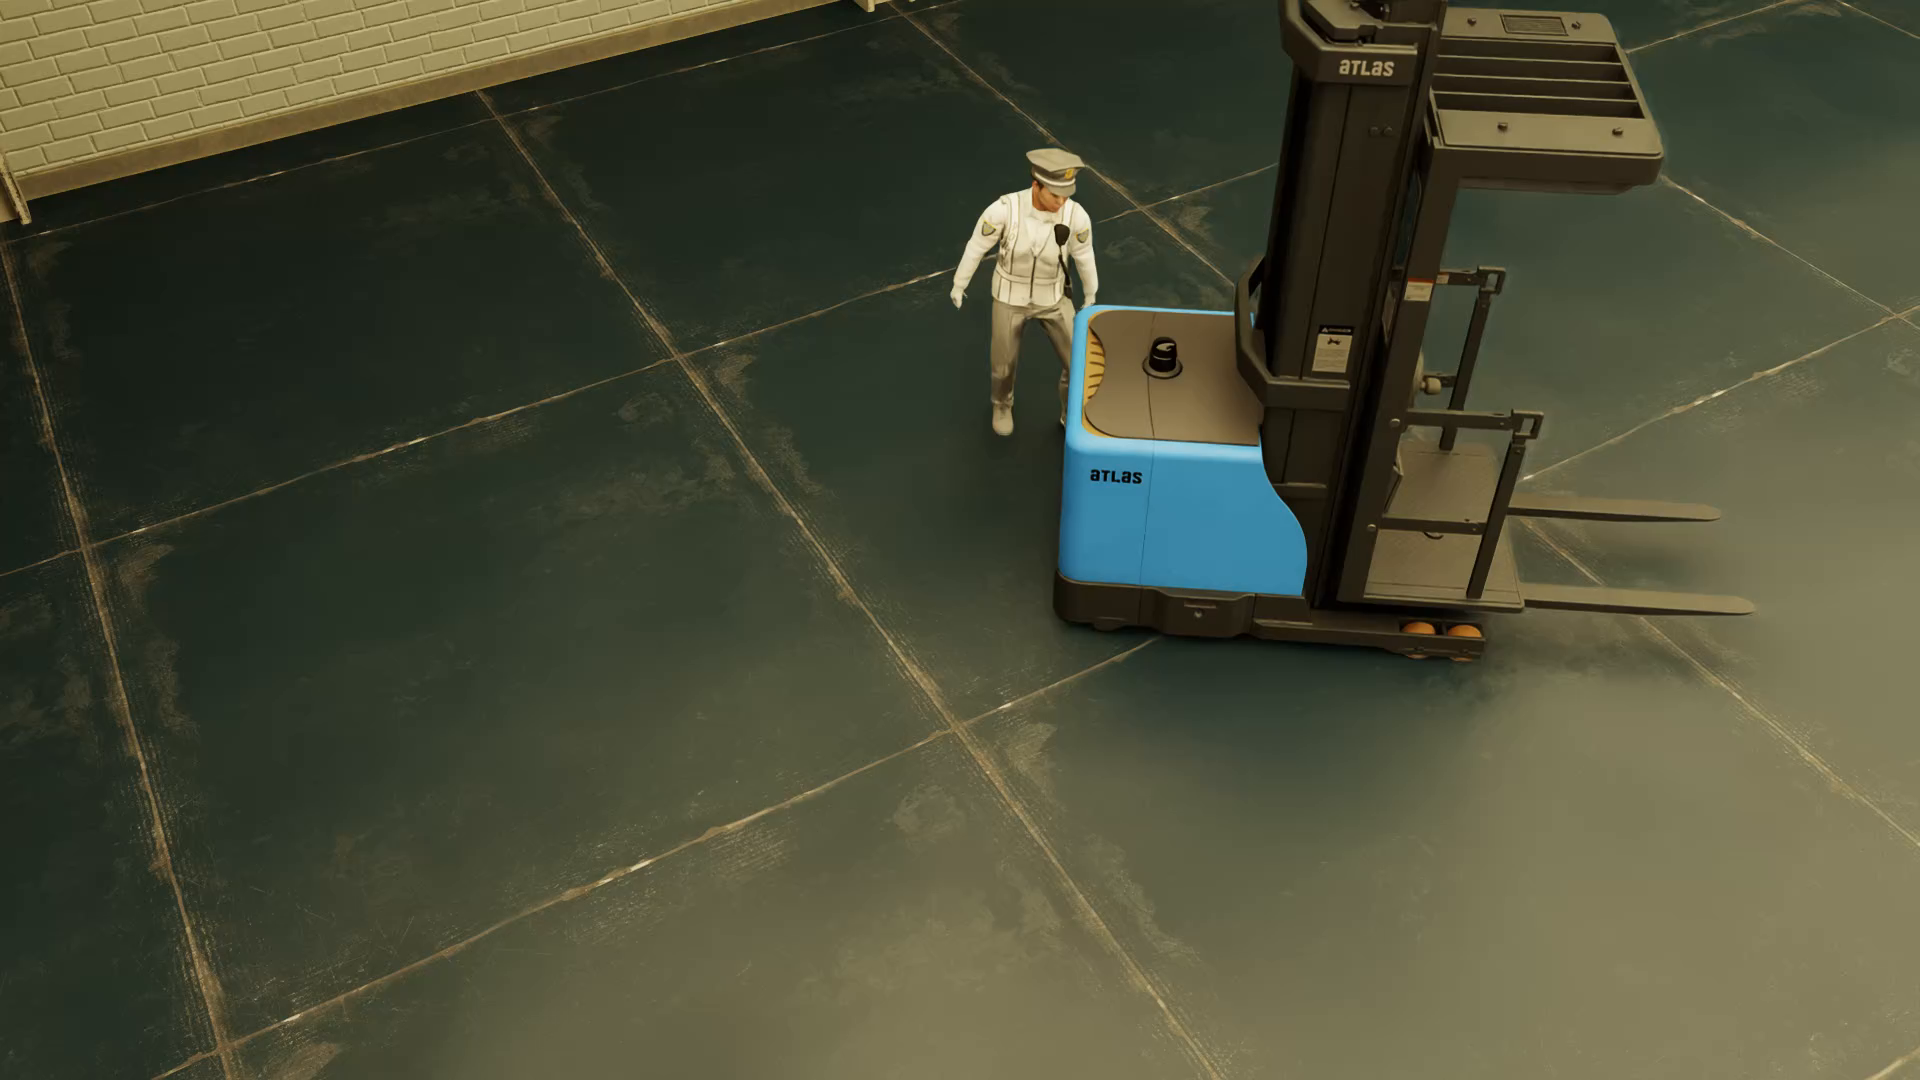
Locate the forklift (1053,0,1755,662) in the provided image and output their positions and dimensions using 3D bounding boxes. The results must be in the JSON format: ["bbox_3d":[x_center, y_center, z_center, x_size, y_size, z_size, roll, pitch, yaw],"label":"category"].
[{"bbox_3d":[1.964,-0.923,6.694,3.031,2.935,1.130,4,43,4],"label":"forklift"}]

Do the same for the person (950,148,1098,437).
[{"bbox_3d":[0.358,-1.148,7.926,0.809,1.639,0.417,0,43,0],"label":"person"}]
